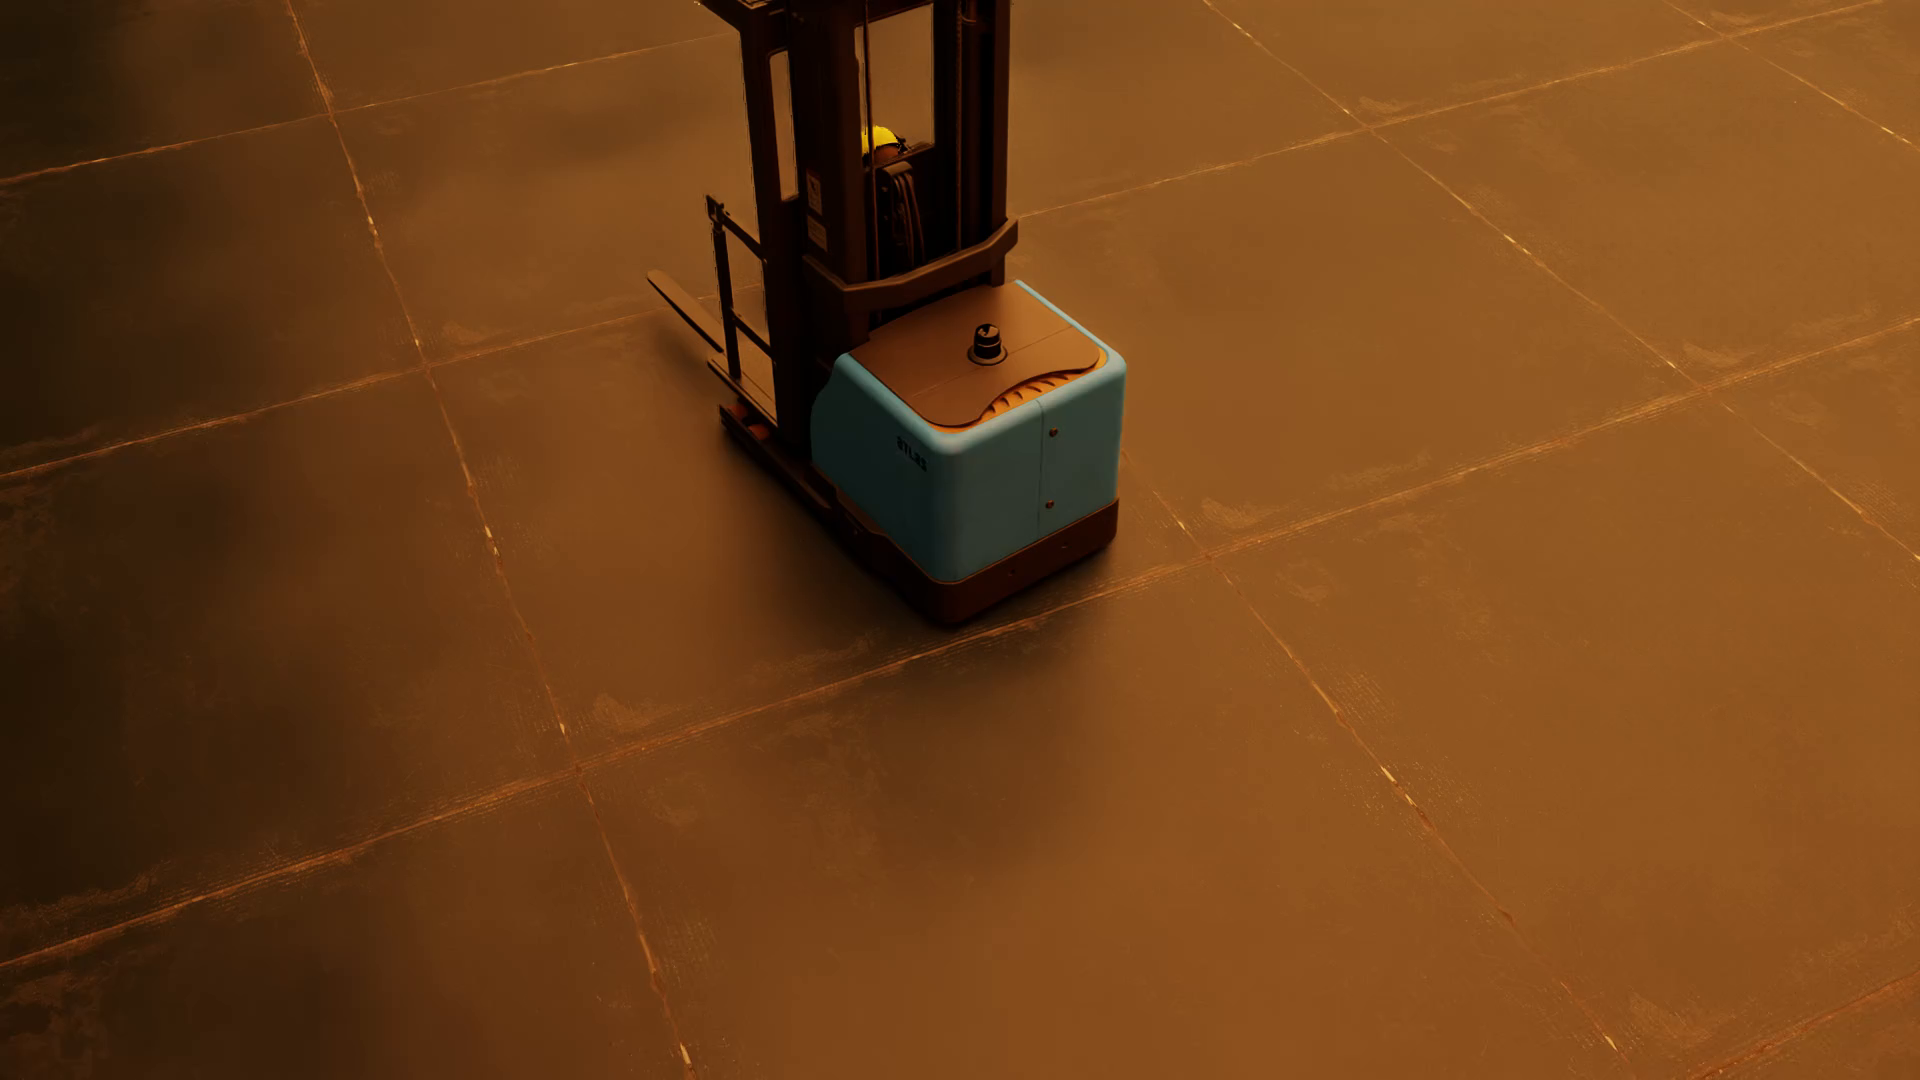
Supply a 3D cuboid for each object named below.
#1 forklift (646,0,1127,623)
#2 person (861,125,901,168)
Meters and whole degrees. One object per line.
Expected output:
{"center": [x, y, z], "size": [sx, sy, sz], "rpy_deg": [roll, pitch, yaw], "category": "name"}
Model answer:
{"center": [-0.547, -1.667, 7.466], "size": [1.130, 2.935, 3.031], "rpy_deg": [-27, 49, -26], "category": "forklift"}
{"center": [-0.294, -1.439, 8.310], "size": [1.022, 1.484, 1.161], "rpy_deg": [2, 43, 3], "category": "person"}
